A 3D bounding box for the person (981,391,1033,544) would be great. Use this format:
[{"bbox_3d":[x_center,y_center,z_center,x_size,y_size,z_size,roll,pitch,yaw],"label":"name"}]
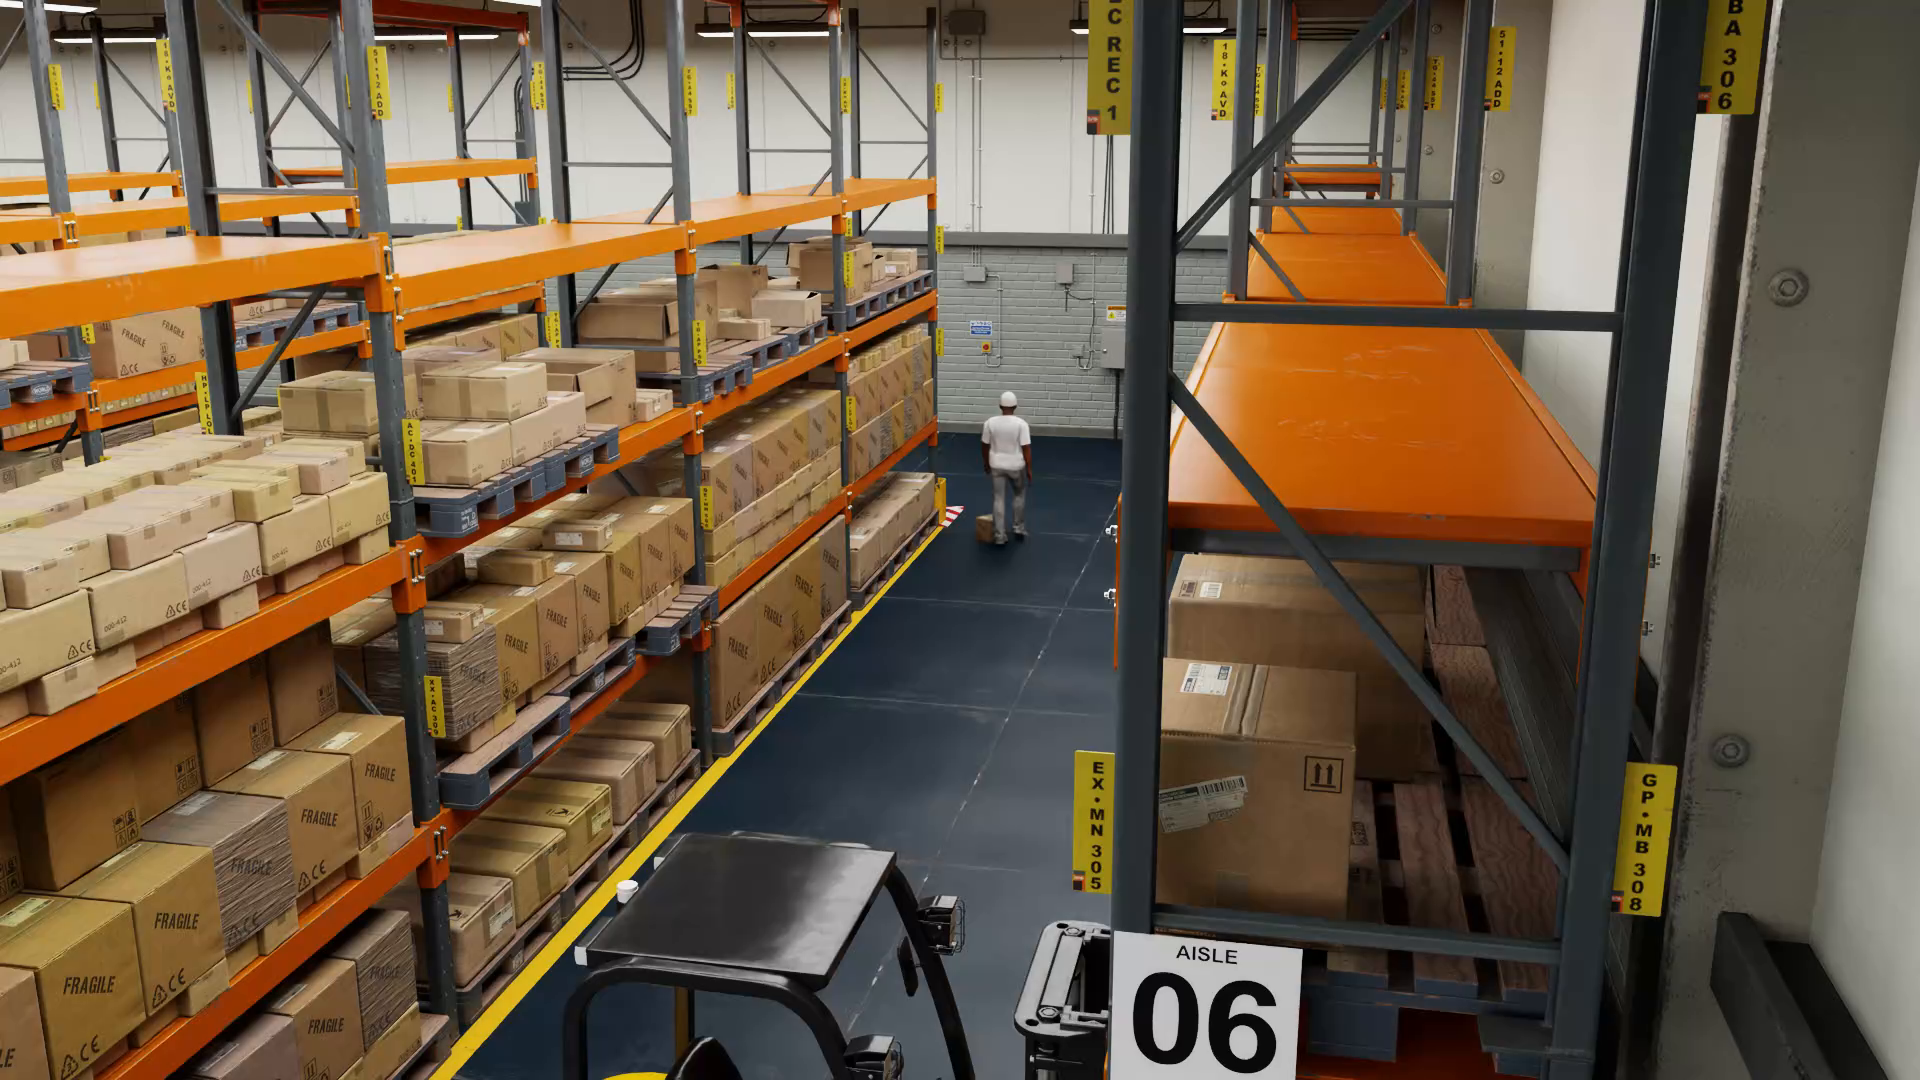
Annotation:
[{"bbox_3d":[0.559,-0.839,19.212,0.626,1.796,0.755,2,15,9],"label":"person"}]
